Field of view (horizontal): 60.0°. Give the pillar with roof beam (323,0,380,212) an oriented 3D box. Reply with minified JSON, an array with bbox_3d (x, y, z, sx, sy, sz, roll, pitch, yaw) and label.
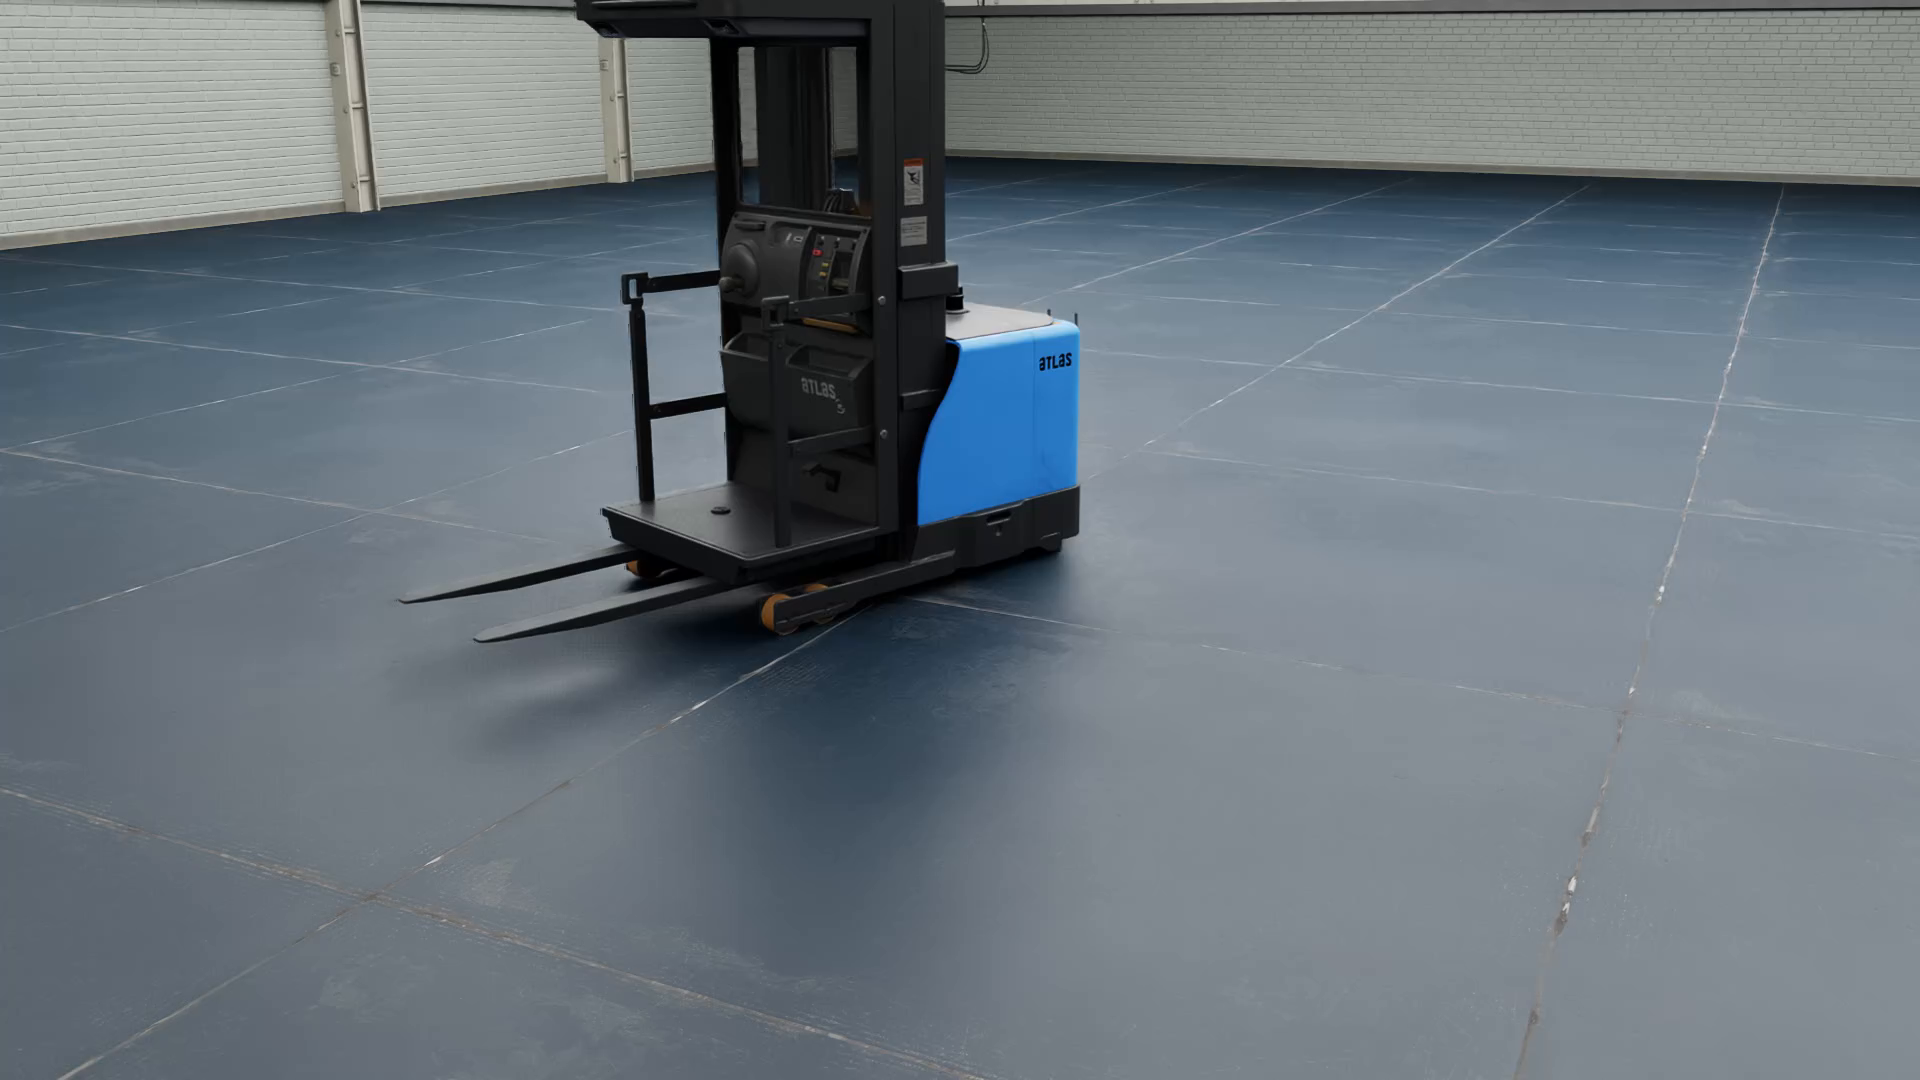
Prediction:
[{"bbox_3d":[-4.798,-8.533,20.948,9.100,9.000,0.400,8,18,25],"label":"pillar with roof beam"}]

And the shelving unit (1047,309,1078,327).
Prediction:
[{"bbox_3d":[0.410,-0.587,8.157,0.252,1.050,0.215,-15,22,-41],"label":"shelving unit"}]

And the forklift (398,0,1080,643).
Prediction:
[{"bbox_3d":[-0.854,-1.187,6.873,3.031,2.935,1.130,-15,22,-41],"label":"forklift"}]

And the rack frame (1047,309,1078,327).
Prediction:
[{"bbox_3d":[0.499,-0.611,8.237,0.008,1.050,0.200,-15,22,-41],"label":"rack frame"}]

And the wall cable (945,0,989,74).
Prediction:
[{"bbox_3d":[-0.787,-11.231,35.485,3.097,2.526,0.112,8,18,25],"label":"wall cable"}]

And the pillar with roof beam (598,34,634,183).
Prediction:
[{"bbox_3d":[-2.117,-10.061,26.093,9.100,9.000,0.400,8,18,25],"label":"pillar with roof beam"}]
